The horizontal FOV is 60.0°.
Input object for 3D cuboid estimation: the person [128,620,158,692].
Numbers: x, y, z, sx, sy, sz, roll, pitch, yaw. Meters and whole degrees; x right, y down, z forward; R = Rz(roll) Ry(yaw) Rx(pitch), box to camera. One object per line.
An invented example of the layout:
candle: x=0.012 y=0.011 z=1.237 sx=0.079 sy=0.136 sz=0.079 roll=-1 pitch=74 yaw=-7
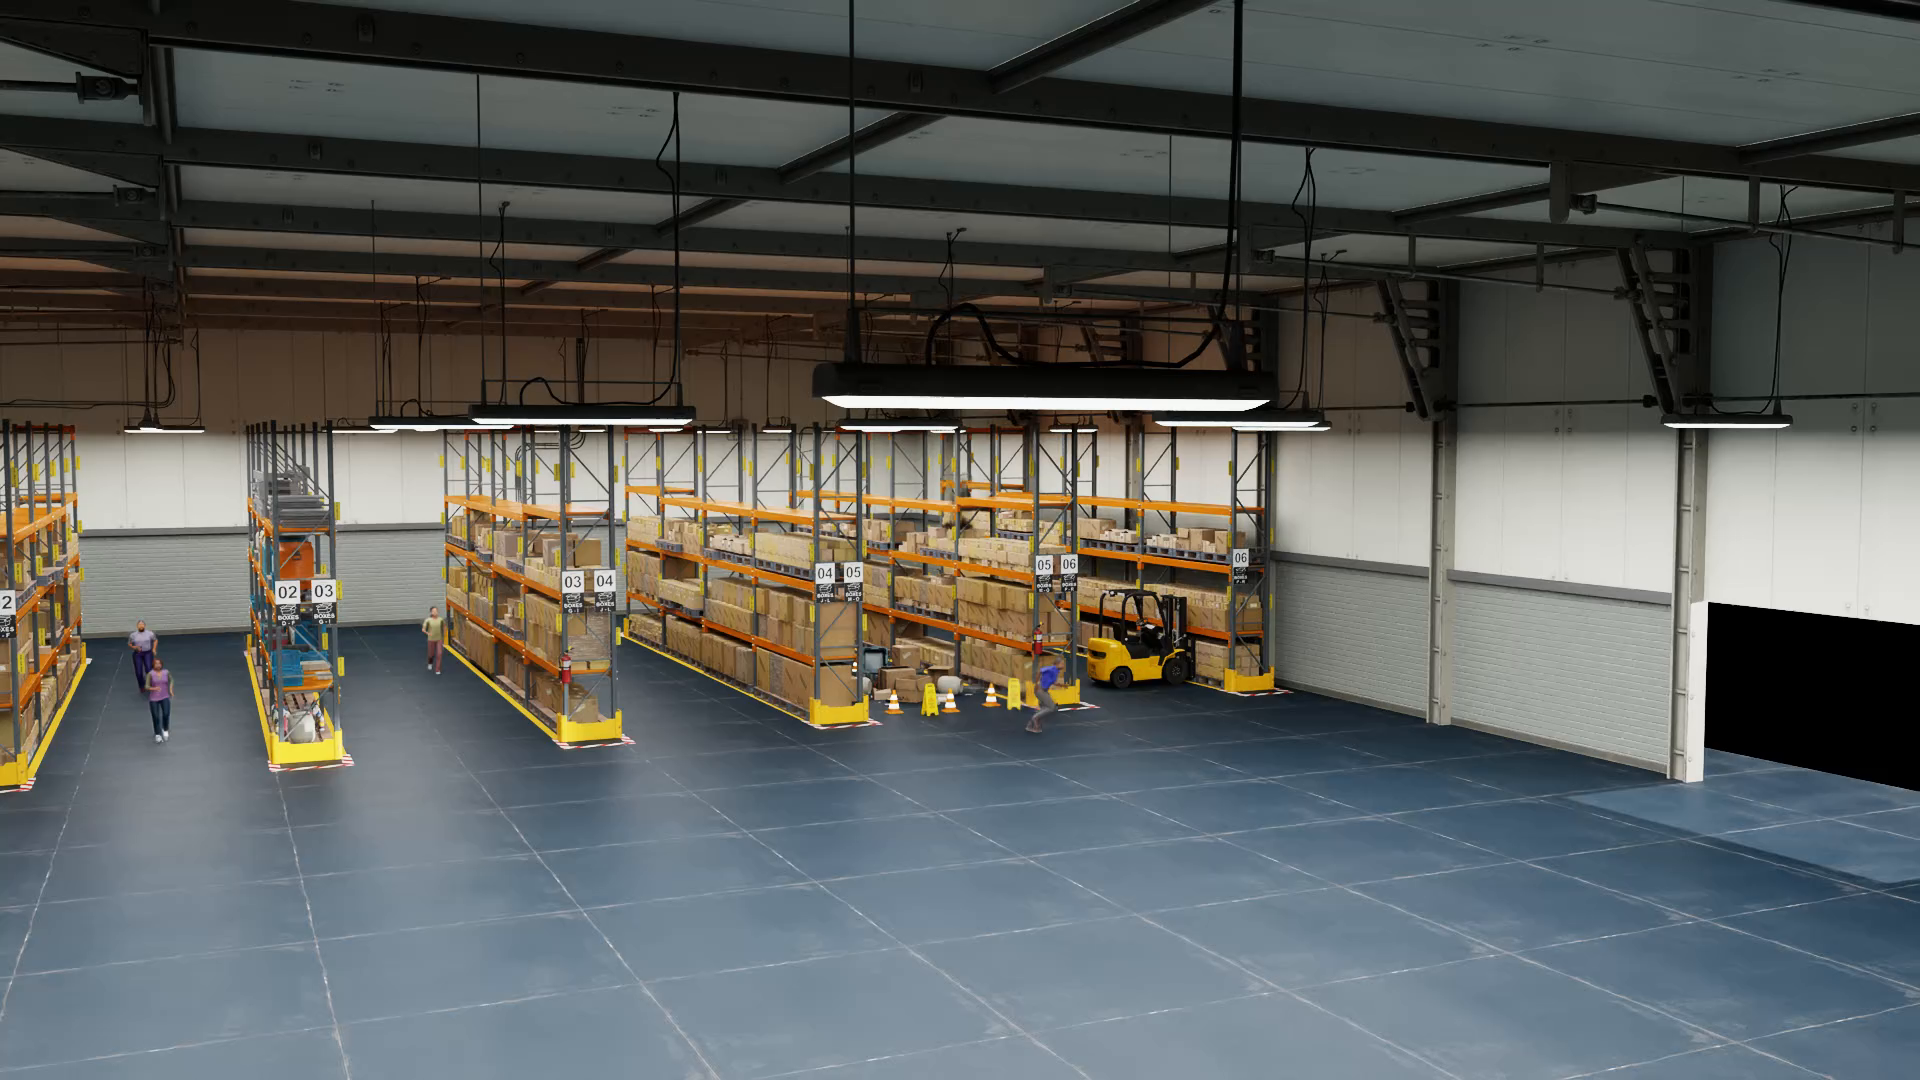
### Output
person: x=-18.217 y=2.597 z=37.085 sx=0.592 sy=1.609 sz=0.577 roll=-2 pitch=4 yaw=-25

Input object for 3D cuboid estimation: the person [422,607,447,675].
person: x=-12.605 y=2.410 z=39.955 sx=0.588 sy=1.628 sz=0.758 roll=-2 pitch=4 yaw=-27

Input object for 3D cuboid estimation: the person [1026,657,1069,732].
person: x=1.664 y=2.982 z=31.986 sx=0.856 sy=1.487 sz=0.602 roll=1 pitch=4 yaw=20

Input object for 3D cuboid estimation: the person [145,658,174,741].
person: x=-14.917 y=2.979 z=31.009 sx=0.510 sy=1.570 sz=0.636 roll=-2 pitch=4 yaw=-30
